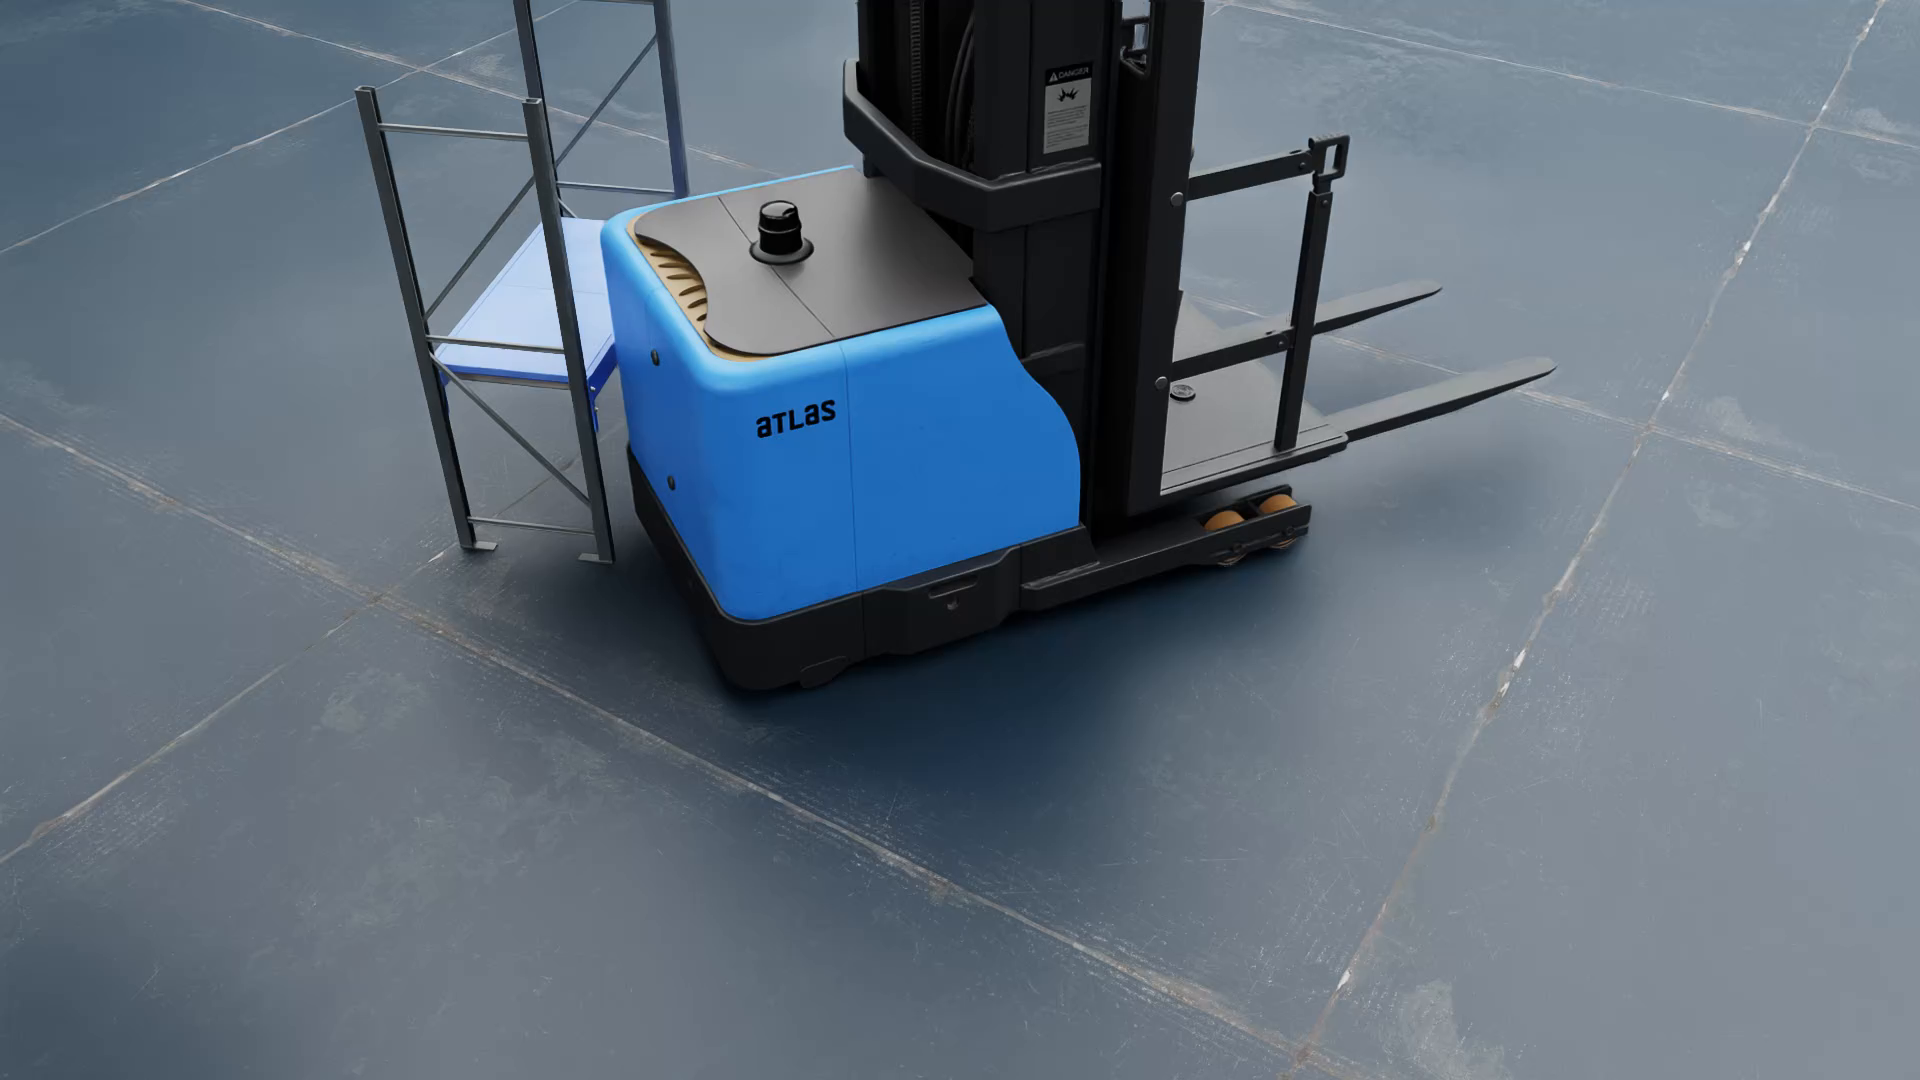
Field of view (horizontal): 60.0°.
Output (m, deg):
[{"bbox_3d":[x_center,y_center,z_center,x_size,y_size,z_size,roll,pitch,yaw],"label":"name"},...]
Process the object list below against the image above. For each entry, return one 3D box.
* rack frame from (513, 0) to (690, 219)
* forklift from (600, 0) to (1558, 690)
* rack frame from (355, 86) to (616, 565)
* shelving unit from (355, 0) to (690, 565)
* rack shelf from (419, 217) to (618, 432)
[{"bbox_3d":[-1.143,-1.164,5.532,0.500,1.500,0.032,6,38,8],"label":"rack frame"},{"bbox_3d":[0.527,-1.357,4.610,3.031,2.935,1.130,-16,41,-20],"label":"forklift"},{"bbox_3d":[-1.319,-0.553,4.739,0.500,1.500,0.032,6,38,8],"label":"rack frame"},{"bbox_3d":[-1.231,-0.859,5.135,0.538,1.500,1.048,6,38,8],"label":"shelving unit"},{"bbox_3d":[-1.231,-0.716,5.245,0.538,0.185,1.000,6,38,8],"label":"rack shelf"}]
